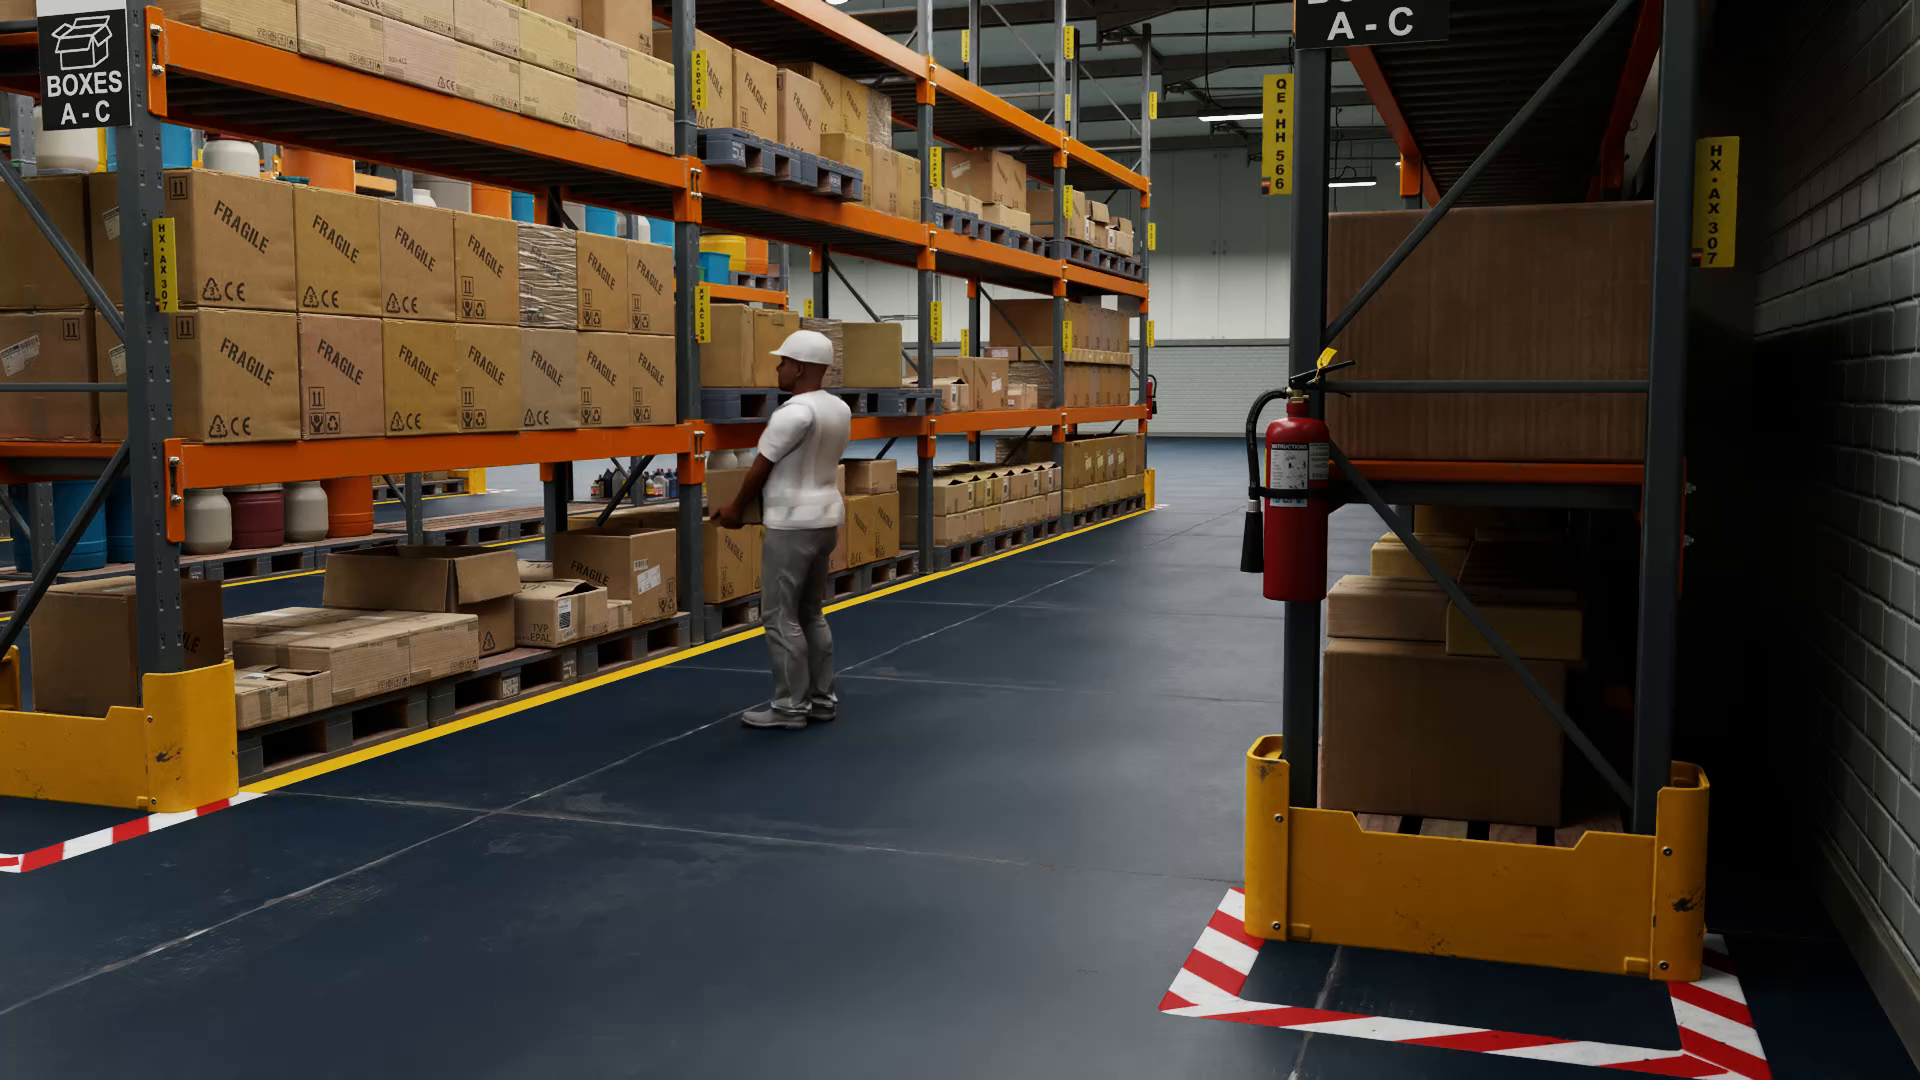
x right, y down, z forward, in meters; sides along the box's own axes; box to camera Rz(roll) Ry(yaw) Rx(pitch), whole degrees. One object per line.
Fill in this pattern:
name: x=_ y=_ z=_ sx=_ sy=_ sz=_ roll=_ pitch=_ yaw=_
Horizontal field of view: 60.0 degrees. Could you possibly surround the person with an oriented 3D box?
person: x=-0.805 y=-0.049 z=7.438 sx=0.569 sy=1.761 sz=0.504 roll=2 pitch=5 yaw=19
